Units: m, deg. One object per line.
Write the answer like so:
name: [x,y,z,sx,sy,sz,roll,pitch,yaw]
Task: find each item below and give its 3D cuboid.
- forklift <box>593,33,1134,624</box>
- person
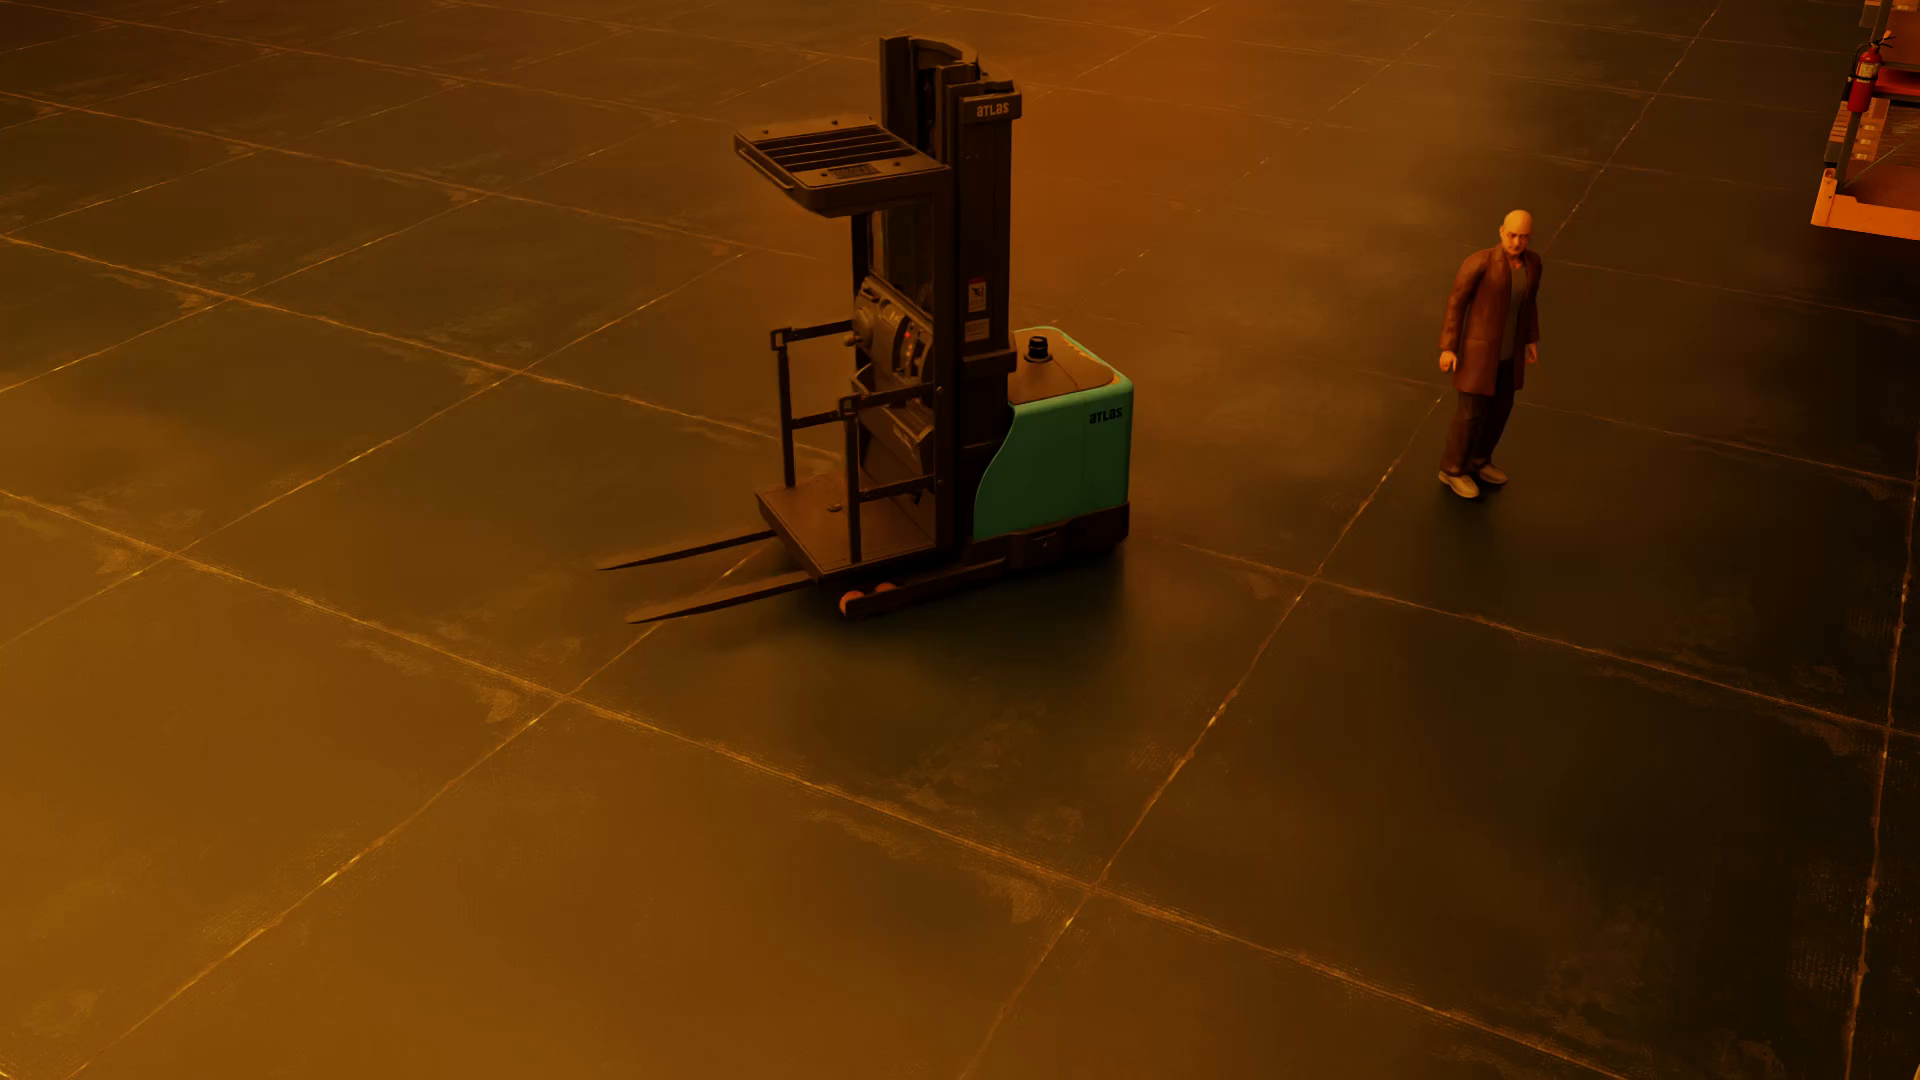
forklift: [-0.553,-1.122,9.015,3.031,2.935,1.130,-14,33,-23]
person: [3.294,-1.145,10.209,0.705,1.778,0.456,-12,32,-20]
